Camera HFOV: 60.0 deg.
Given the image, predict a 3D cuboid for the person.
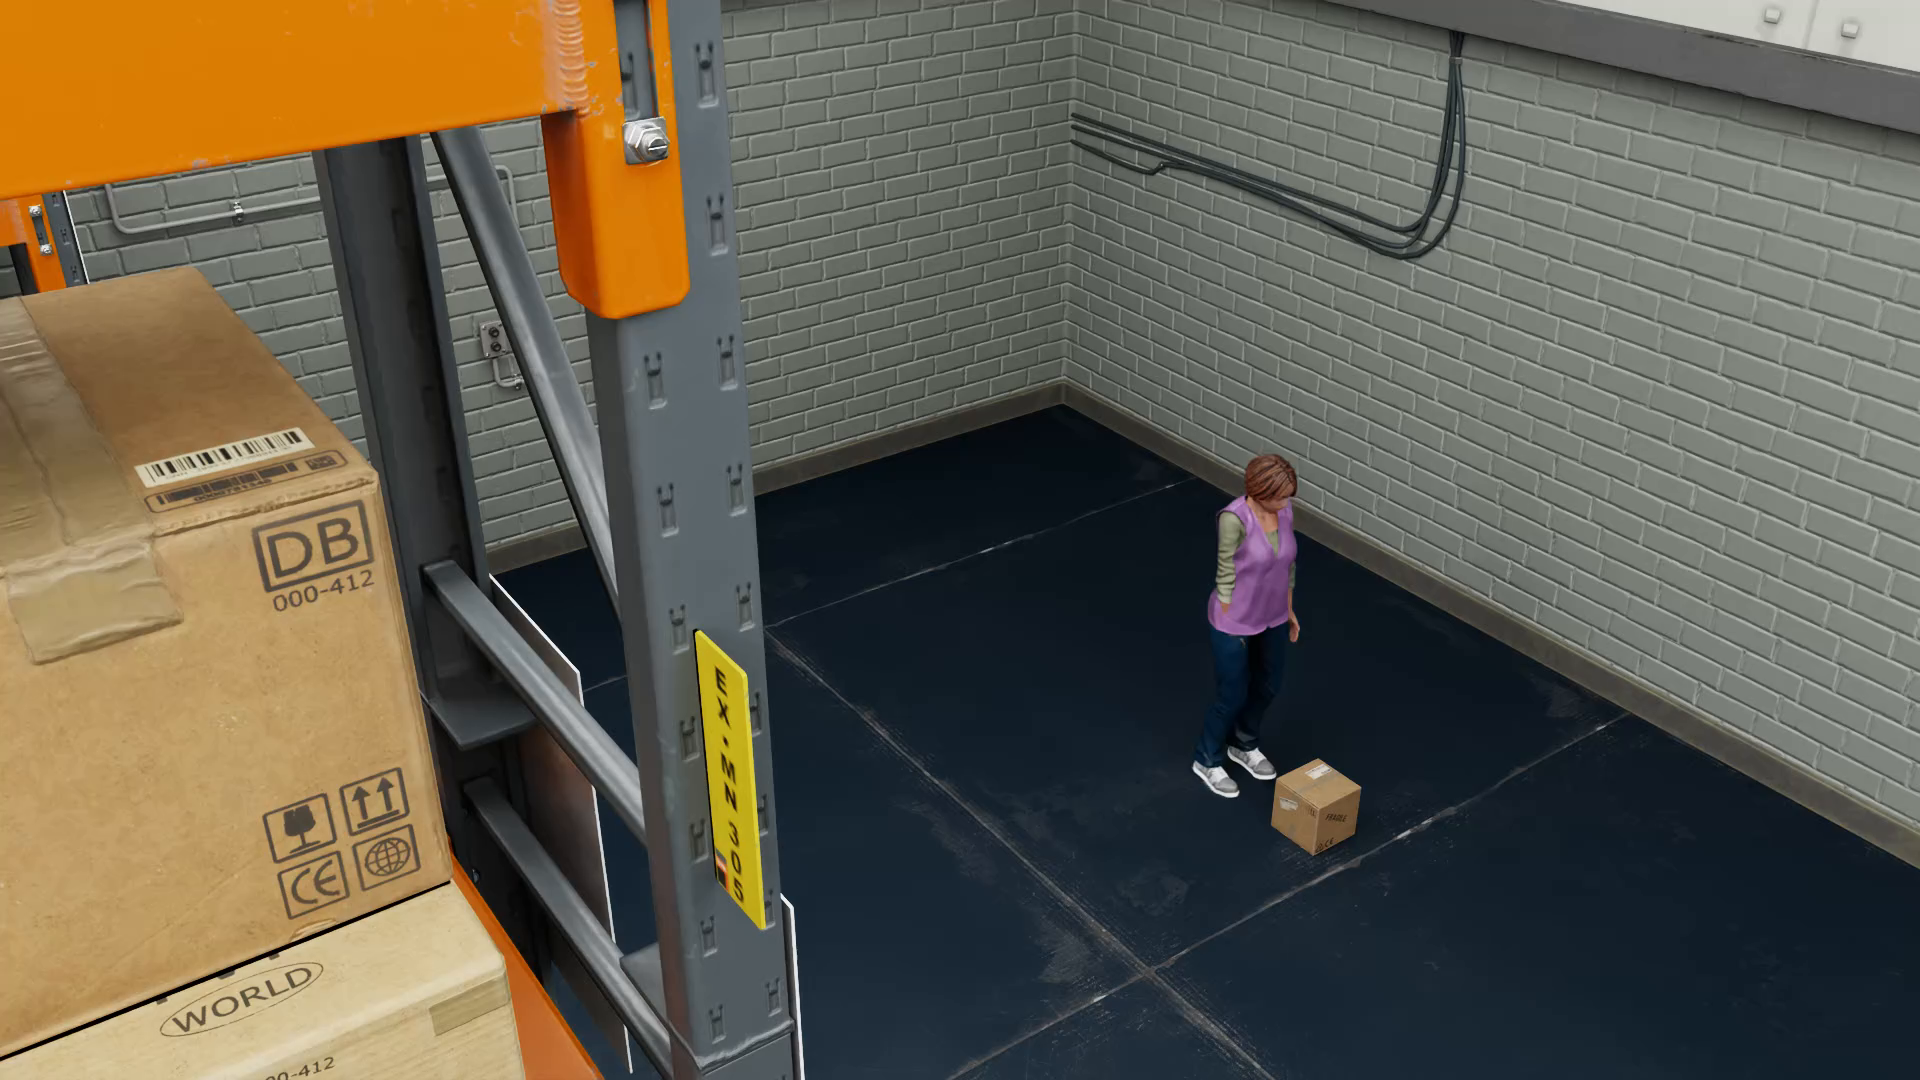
[{"bbox_3d":[1.233,0.340,7.040,0.411,1.593,0.310,-18,34,-29],"label":"person"}]
